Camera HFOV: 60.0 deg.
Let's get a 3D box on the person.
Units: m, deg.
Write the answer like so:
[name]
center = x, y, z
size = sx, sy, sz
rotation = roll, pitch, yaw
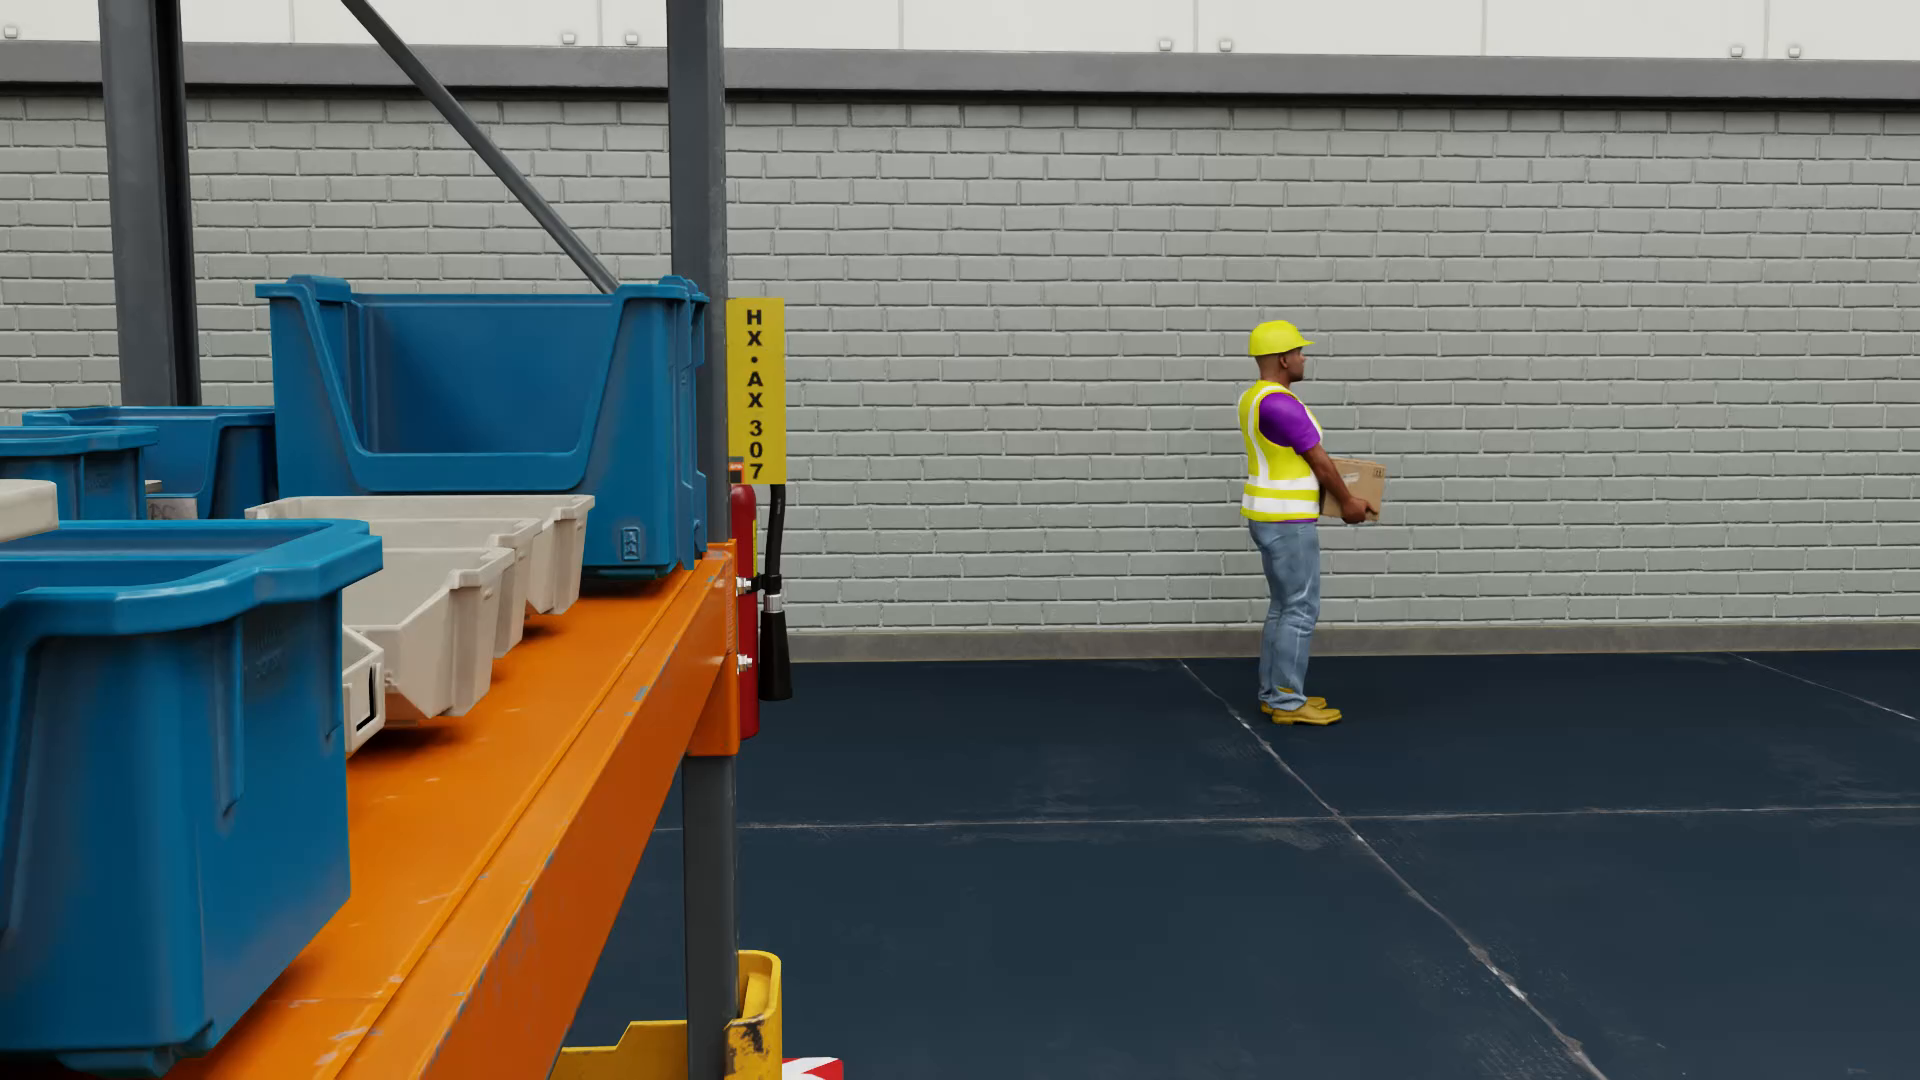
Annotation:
[person]
center = 1.523, -0.084, 7.359
size = 0.569, 1.761, 0.504
rotation = 0, 7, -3
